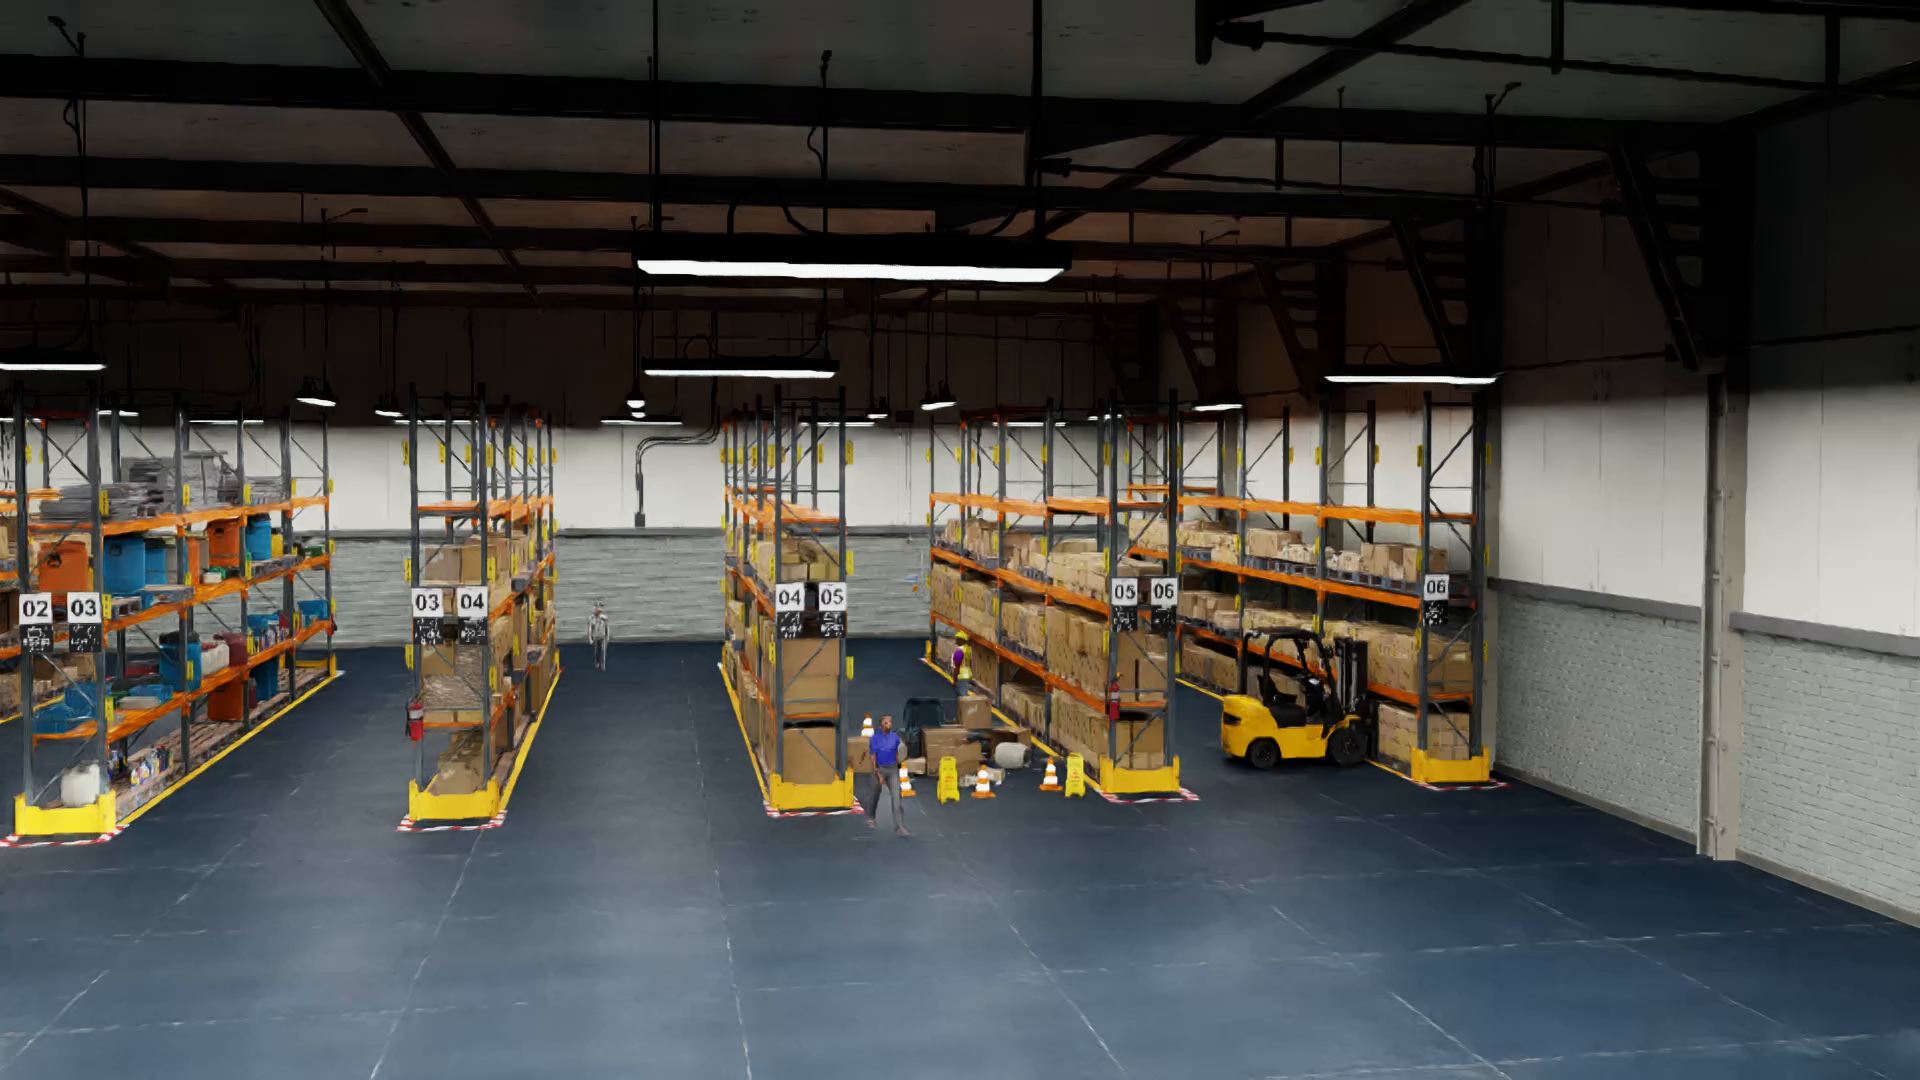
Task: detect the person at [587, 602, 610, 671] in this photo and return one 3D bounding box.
[{"bbox_3d":[-8.412,2.228,38.669,0.495,1.586,1.086,0,3,-8],"label":"person"}]

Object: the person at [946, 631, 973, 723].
[{"bbox_3d":[-0.001,2.550,30.713,0.587,1.763,0.677,1,3,15],"label":"person"}]

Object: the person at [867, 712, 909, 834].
[{"bbox_3d":[-1.003,3.072,22.071,0.443,1.587,0.996,-1,3,-19],"label":"person"}]
